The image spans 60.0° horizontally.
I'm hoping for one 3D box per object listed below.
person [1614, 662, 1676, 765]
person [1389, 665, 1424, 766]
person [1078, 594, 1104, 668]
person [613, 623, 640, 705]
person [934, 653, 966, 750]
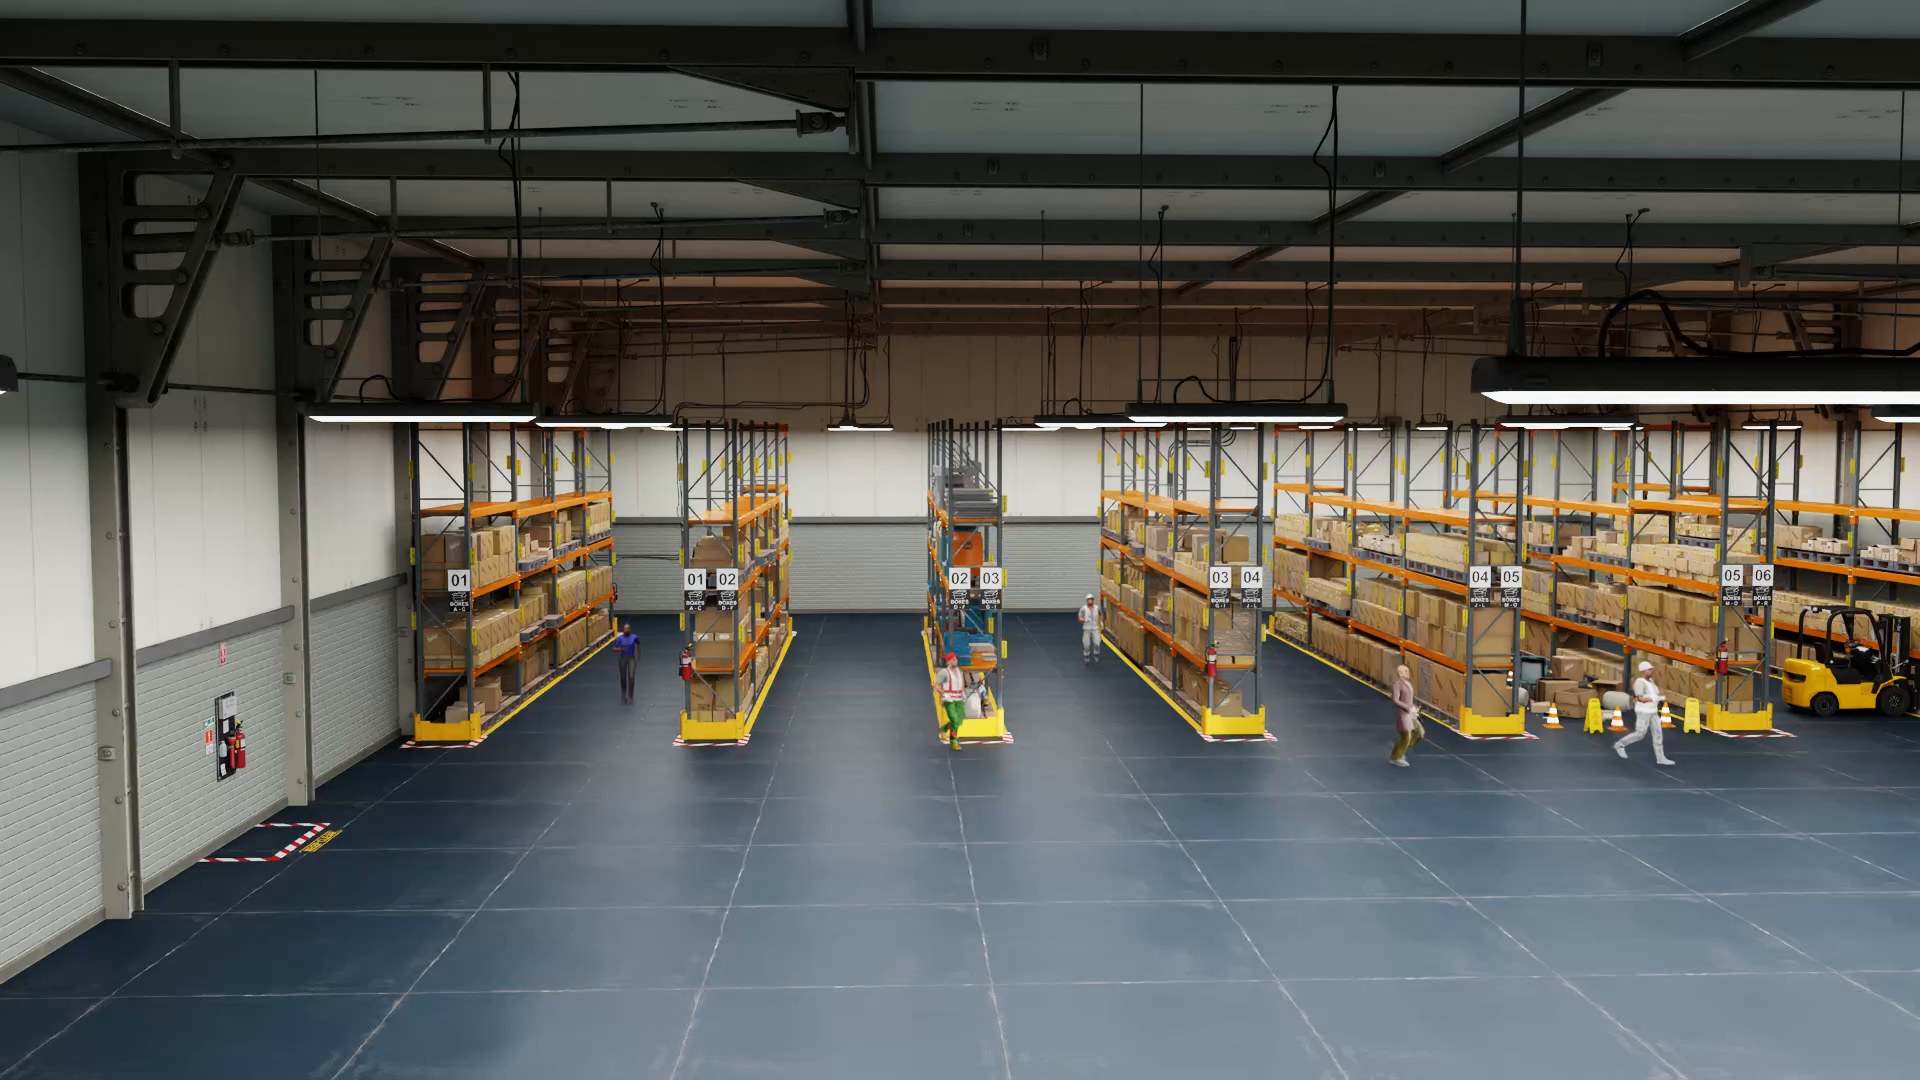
[{"bbox_3d":[11.836,2.975,28.693,1.004,1.759,0.690,4,5,44],"label":"person"},{"bbox_3d":[7.686,3.021,28.632,0.593,1.737,0.721,3,5,37],"label":"person"},{"bbox_3d":[3.210,2.235,40.632,0.652,1.824,0.704,0,4,-4],"label":"person"},{"bbox_3d":[-7.102,2.615,35.446,0.595,1.671,0.871,-1,4,-13],"label":"person"},{"bbox_3d":[-0.179,2.910,30.250,0.675,1.741,0.651,-3,5,-44],"label":"person"}]
